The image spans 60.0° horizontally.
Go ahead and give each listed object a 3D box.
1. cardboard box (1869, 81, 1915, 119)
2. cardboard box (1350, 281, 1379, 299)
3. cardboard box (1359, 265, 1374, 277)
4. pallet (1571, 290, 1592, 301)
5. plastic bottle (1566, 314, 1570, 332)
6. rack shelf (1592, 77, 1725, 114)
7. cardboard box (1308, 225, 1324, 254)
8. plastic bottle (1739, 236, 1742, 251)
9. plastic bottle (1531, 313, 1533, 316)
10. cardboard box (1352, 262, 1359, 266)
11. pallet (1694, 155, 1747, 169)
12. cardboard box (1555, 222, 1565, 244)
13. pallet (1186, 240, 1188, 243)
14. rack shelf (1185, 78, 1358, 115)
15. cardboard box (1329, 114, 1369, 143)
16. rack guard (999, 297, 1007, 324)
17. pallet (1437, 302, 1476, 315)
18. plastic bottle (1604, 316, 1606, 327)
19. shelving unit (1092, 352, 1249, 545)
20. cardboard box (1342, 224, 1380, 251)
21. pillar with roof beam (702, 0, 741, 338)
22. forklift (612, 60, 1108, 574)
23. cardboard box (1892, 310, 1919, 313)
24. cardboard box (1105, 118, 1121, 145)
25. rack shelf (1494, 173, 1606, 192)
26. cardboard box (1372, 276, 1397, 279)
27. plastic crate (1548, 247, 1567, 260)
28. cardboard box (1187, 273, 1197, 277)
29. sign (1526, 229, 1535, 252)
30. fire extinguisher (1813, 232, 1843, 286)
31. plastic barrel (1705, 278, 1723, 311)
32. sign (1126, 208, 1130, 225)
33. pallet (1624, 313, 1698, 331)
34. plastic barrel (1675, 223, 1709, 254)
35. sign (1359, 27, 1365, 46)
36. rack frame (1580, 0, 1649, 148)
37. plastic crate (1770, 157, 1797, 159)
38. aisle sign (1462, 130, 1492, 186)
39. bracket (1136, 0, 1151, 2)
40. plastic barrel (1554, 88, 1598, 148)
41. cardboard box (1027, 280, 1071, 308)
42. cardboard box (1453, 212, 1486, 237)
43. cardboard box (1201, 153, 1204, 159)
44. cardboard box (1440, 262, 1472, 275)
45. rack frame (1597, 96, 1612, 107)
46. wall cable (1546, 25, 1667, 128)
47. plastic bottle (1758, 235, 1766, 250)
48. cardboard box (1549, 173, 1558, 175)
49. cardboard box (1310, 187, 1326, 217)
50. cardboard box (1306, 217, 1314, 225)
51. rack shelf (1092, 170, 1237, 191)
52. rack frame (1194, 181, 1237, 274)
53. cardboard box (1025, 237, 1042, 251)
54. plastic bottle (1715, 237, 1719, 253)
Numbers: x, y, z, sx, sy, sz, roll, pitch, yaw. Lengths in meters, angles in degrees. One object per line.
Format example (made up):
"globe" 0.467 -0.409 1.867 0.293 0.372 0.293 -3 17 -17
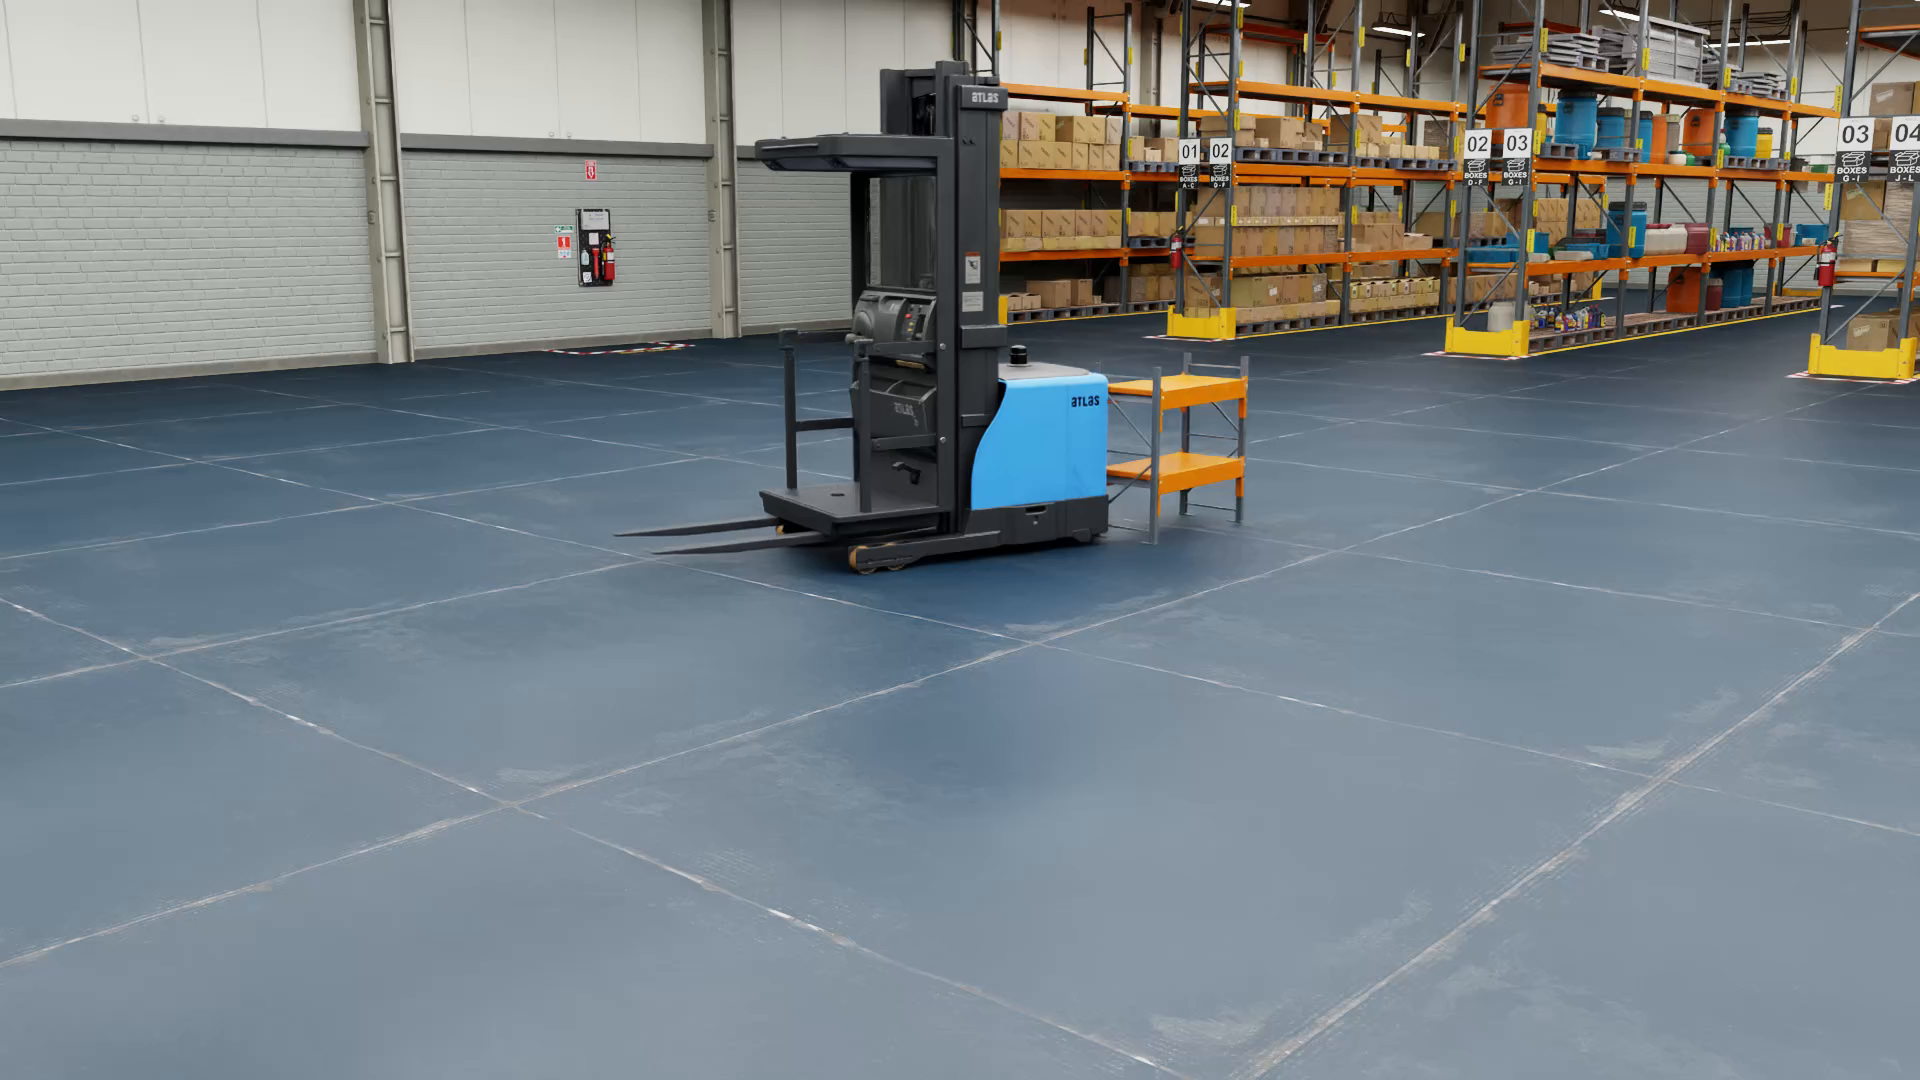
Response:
"cardboard box" 12.285 -5.738 21.834 0.500 0.500 0.500 10 15 40
"cardboard box" 7.448 -4.671 30.954 0.500 0.311 0.500 10 15 40
"cardboard box" 9.802 -6.558 41.199 0.700 0.500 0.500 9 14 39
"pallet" 13.999 -5.706 38.741 1.003 0.211 1.213 10 15 40
"plastic bottle" 9.388 -3.362 25.727 0.097 0.271 0.097 0 11 0
"rack shelf" 11.692 -7.483 28.058 1.077 0.370 4.000 10 15 40
"cardboard box" 6.022 -5.341 29.539 0.700 0.500 0.500 10 15 40
"plastic bottle" 14.701 -5.594 31.357 0.061 0.283 0.133 10 15 40
"plastic bottle" 8.999 -3.530 26.364 0.144 0.351 0.185 11 15 43
"cardboard box" 9.489 -6.752 40.512 0.380 0.149 0.250 9 15 39
"pallet" 13.590 -6.862 30.234 1.003 0.211 1.213 10 15 40
"cardboard box" 13.143 -6.851 37.101 0.500 0.500 0.500 10 15 40
"pallet" 5.180 -6.452 35.847 1.213 0.211 1.003 10 15 40
"rack shelf" 5.333 -7.535 28.321 1.077 0.370 4.000 10 15 40
"cardboard box" 7.090 -7.493 30.307 0.500 0.500 0.500 10 15 41
"rack guard" 0.339 -4.273 30.830 1.175 0.500 0.348 10 15 40
"pallet" 9.815 -4.763 34.017 1.003 0.211 1.213 10 15 40
"plastic bottle" 10.366 -3.545 26.825 0.097 0.201 0.097 0 11 0
"shelving unit" 1.395 -0.628 10.984 0.538 1.125 1.048 10 15 41
"cardboard box" 7.520 -5.674 31.205 0.500 0.500 0.500 -11 16 -43
"pillar with roof beam" -0.625 -7.205 23.811 9.100 9.000 0.400 10 15 40
"forklift" -0.580 -1.355 10.012 3.031 2.935 1.130 -7 13 -31
"cardboard box" 13.075 -2.895 22.857 0.500 0.500 0.500 8 14 35
"cardboard box" 2.803 -7.988 32.528 0.500 0.500 0.500 8 14 36
"rack shelf" 13.254 -8.026 37.415 1.077 0.370 4.000 10 15 40
"cardboard box" 8.387 -5.040 32.804 0.500 0.311 0.500 9 15 39
"plastic crate" 9.263 -4.528 26.266 0.450 0.188 0.662 10 15 40
"cardboard box" 4.707 -5.481 35.756 0.700 0.500 0.500 10 15 40
"sign" 8.142 -4.271 23.730 0.100 0.325 0.005 10 15 40
"fire extinguisher" 11.030 -3.571 21.132 0.296 0.674 0.183 10 15 40
"plastic barrel" 14.068 -4.648 31.408 0.600 0.588 0.708 10 15 40
"sign" 3.342 -6.432 33.046 0.100 0.325 0.005 10 15 40
"pallet" 12.472 -3.908 29.737 1.003 0.211 1.213 10 15 40
"plastic barrel" 12.933 -5.343 29.458 0.600 0.536 0.708 10 15 40
"sign" 7.054 -8.839 29.200 0.100 0.325 0.005 10 15 40
"rack frame" 10.372 -7.737 26.475 1.000 3.000 0.127 10 15 40
"plastic crate" 17.078 -7.812 34.667 0.504 0.338 0.767 10 15 40
"aisle sign" 7.461 -5.510 24.001 0.394 0.787 0.004 10 15 40
"bracket" 2.343 -10.804 32.639 0.076 0.066 4.783 10 15 40
"plastic barrel" 9.634 -6.586 26.015 0.600 0.901 0.708 10 15 40
"cardboard box" 1.712 -4.753 32.111 0.700 0.500 0.500 9 14 37
"cardboard box" 10.372 -6.497 34.255 0.500 0.500 0.700 -9 14 -37
"cardboard box" 4.922 -8.119 35.735 0.500 0.500 0.500 10 15 40
"cardboard box" 10.441 -5.711 34.988 0.500 0.250 0.500 9 15 39
"rack frame" 14.575 -10.144 38.524 1.000 3.000 0.127 10 15 40
"wall cable" 16.885 -12.174 43.721 3.097 2.526 0.112 10 15 40
"plastic bottle" 15.635 -5.812 32.468 0.152 0.276 0.135 10 15 40
"cardboard box" 12.774 -8.124 36.450 0.500 0.250 0.500 10 15 40
"cardboard box" 6.032 -5.981 29.431 0.700 0.500 0.500 10 15 40
"cardboard box" 5.962 -5.586 29.111 0.380 0.149 0.250 10 15 40
"rack shelf" 4.250 -7.489 34.726 1.077 0.370 4.000 10 15 40
"rack frame" 5.570 -6.665 36.422 1.000 3.000 0.127 10 15 40
"cardboard box" 1.182 -5.533 31.088 0.500 0.250 0.500 9 15 39
"plastic bottle" 13.792 -5.391 30.343 0.061 0.283 0.133 10 15 40
